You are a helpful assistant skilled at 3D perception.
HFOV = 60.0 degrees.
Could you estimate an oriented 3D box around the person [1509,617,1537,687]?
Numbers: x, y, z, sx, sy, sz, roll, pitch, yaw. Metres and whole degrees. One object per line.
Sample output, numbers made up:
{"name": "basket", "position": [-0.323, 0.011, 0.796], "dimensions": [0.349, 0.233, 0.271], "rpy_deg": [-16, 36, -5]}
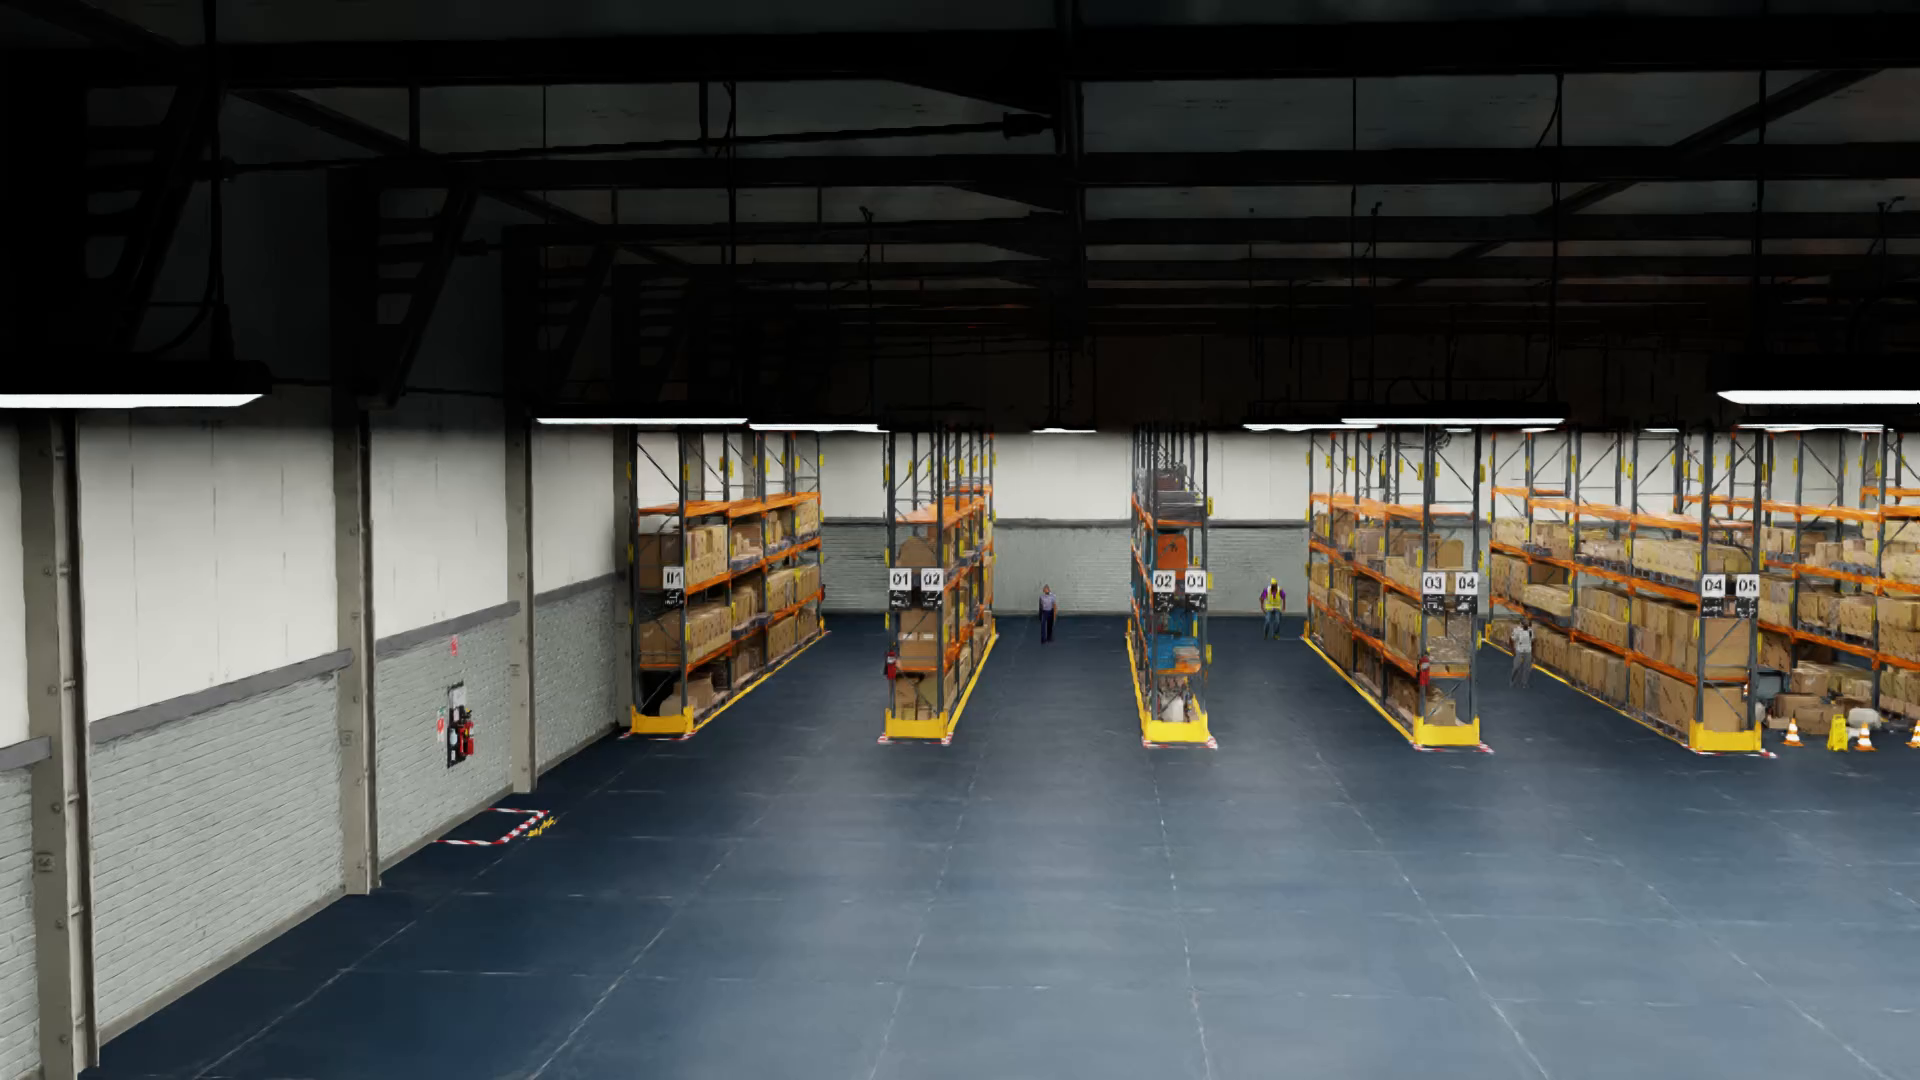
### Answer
{"name": "person", "position": [12.784, 2.528, 37.776], "dimensions": [0.592, 1.625, 0.532], "rpy_deg": [0, 4, 2]}

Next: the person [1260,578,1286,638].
{"name": "person", "position": [8.786, 1.920, 46.715], "dimensions": [0.708, 1.715, 0.578], "rpy_deg": [0, 4, 4]}

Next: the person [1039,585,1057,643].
{"name": "person", "position": [2.426, 2.024, 45.848], "dimensions": [0.493, 1.589, 0.991], "rpy_deg": [0, 4, 4]}
